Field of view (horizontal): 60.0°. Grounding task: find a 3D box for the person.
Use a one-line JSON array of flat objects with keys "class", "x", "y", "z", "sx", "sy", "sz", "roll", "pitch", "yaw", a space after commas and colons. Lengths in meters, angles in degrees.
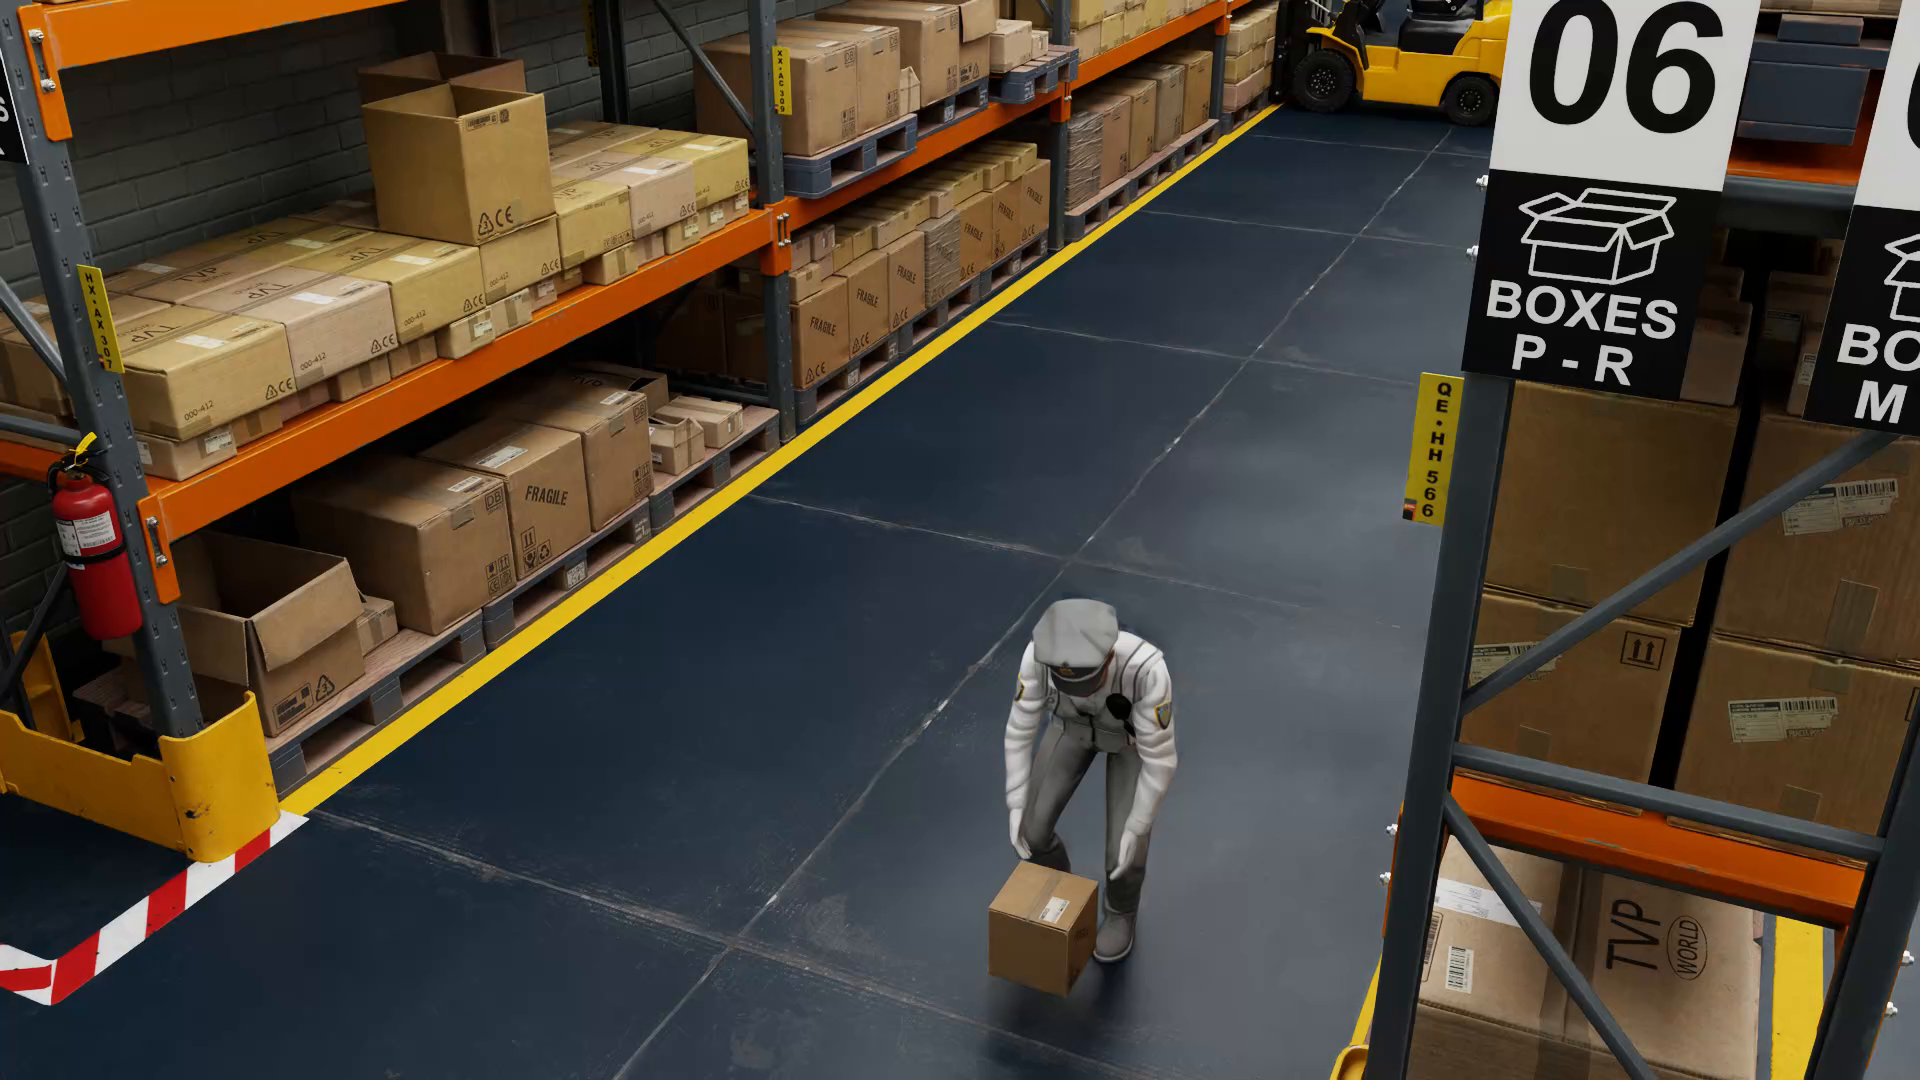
[{"class": "person", "x": 0.415, "y": 0.726, "z": 5.101, "sx": 0.532, "sy": 1.267, "sz": 0.761, "roll": 10, "pitch": 28, "yaw": 20}]
